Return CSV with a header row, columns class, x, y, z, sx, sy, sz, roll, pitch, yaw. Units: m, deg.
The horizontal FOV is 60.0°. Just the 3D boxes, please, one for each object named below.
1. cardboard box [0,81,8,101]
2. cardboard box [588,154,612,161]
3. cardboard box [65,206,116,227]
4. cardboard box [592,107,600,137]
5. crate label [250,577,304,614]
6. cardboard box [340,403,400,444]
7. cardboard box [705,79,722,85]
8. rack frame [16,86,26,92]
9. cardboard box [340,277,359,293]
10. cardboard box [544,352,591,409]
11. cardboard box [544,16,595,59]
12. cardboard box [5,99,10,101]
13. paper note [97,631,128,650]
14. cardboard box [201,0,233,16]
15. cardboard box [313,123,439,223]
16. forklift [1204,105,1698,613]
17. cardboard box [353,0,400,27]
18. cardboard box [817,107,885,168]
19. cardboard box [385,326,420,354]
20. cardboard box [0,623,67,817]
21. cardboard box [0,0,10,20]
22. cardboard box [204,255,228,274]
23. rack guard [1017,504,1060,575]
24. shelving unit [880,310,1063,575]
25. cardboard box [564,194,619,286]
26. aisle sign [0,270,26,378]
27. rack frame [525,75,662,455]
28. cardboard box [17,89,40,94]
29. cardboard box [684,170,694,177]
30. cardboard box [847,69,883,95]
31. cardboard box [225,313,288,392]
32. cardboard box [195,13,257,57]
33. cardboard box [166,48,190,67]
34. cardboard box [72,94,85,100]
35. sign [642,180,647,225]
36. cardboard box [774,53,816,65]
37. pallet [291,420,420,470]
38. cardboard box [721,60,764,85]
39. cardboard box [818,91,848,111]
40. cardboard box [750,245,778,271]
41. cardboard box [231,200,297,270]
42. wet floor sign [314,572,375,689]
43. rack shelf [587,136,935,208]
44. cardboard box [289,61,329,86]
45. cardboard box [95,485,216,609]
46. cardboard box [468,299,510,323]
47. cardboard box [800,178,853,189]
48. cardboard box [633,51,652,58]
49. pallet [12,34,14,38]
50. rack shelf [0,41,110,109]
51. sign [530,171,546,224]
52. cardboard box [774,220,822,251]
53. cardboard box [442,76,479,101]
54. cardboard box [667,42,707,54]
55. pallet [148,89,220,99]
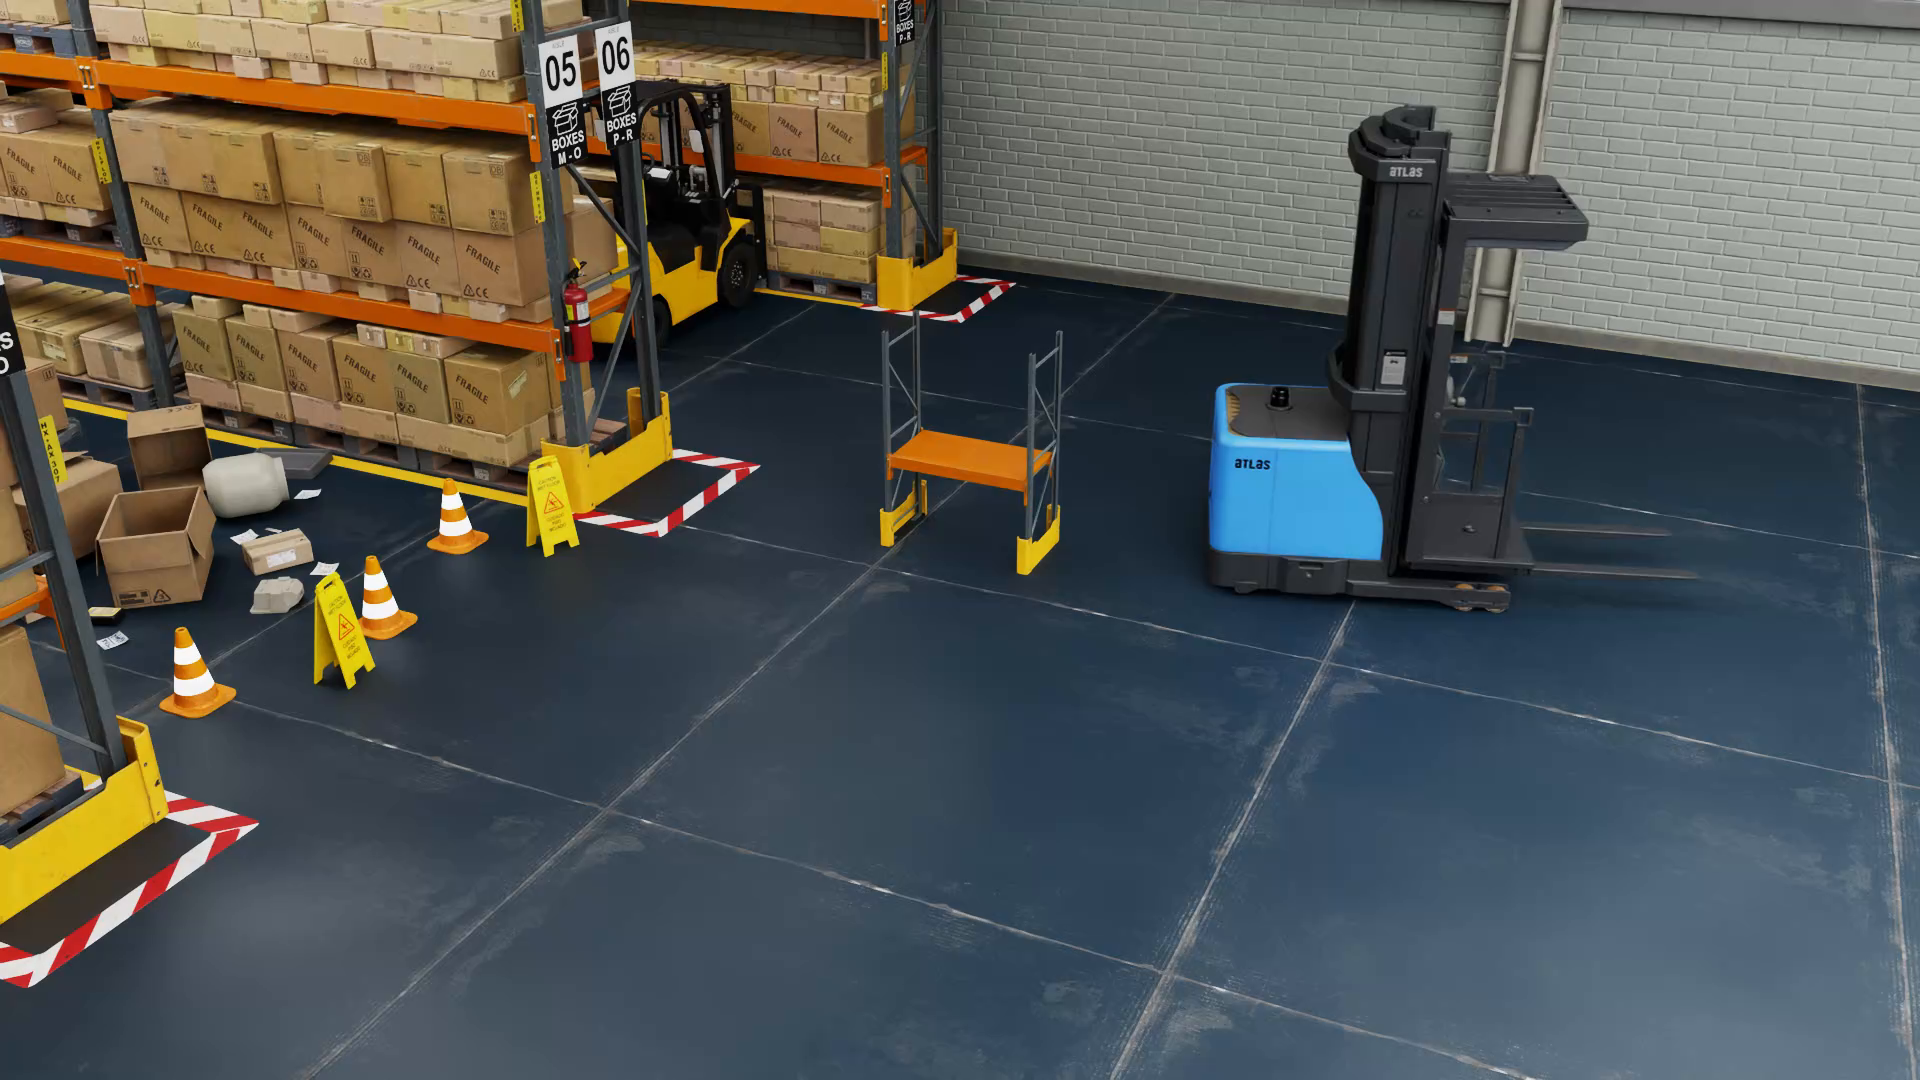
class,x,y,z,sx,sy,sz,roll,pitch,yaw
cardboard box,-8.159,-3.708,13.795,0.250,0.149,0.380,10,28,19
cardboard box,-3.544,-3.892,17.335,0.500,0.250,0.500,12,29,23
cardboard box,-6.706,-2.563,12.939,0.250,0.149,0.380,12,29,23
cardboard box,-3.295,-4.271,16.486,0.500,0.500,0.500,12,29,23
crate label,-4.299,0.341,10.473,0.298,0.136,0.250,-2,26,-5
cardboard box,-4.277,-0.959,12.509,0.500,0.250,0.500,10,28,20
cardboard box,-2.230,-4.363,15.938,0.250,0.149,0.380,11,28,21
rack frame,-11.355,-5.964,20.037,0.127,3.000,1.000,11,28,22
cardboard box,-4.295,-1.930,12.129,0.250,0.149,0.380,11,28,22
cardboard box,-3.124,-1.327,12.408,0.500,0.500,0.500,10,28,20
cardboard box,-2.830,-3.384,11.235,0.500,0.250,0.500,11,28,21
cardboard box,-7.804,-3.349,13.801,0.500,0.500,0.500,10,28,20
paper note,-5.126,0.607,10.055,0.142,0.017,0.144,23,35,39
cardboard box,-5.012,-3.735,11.496,0.250,0.149,0.380,10,28,20
cardboard box,-4.002,-2.553,11.528,0.500,0.500,0.700,11,28,21
forklift,3.130,-1.110,10.256,3.031,2.935,1.130,3,26,6
cardboard box,-3.801,-3.524,11.067,0.250,0.149,0.380,11,28,22
cardboard box,-0.988,-3.799,15.527,0.500,0.500,0.500,11,28,21
cardboard box,-3.909,-1.485,11.993,0.250,0.149,0.380,12,29,23
cardboard box,-5.084,0.903,8.020,0.875,0.875,0.875,12,28,22
cardboard box,-7.174,-4.115,12.579,0.500,0.250,0.500,12,29,22
cardboard box,-5.464,-2.144,12.562,0.250,0.149,0.380,11,28,22
rack guard,0.523,-0.007,11.051,0.087,0.250,0.587,11,28,22
shelving unit,0.069,-0.659,10.960,1.083,1.500,0.587,11,28,22
cardboard box,-2.799,-2.150,11.840,0.500,0.500,0.500,11,28,21
aisle sign,-4.251,-1.038,7.090,0.004,0.787,0.394,11,28,22
rack frame,-2.482,-1.773,11.526,0.127,3.000,1.000,11,28,22
cardboard box,-11.113,-5.307,19.987,0.250,0.149,0.380,11,28,21
cardboard box,-2.843,-3.506,16.550,0.500,0.250,0.500,12,29,24
cardboard box,-0.844,-4.220,15.311,0.250,0.149,0.380,11,28,22
cardboard box,-5.206,-1.486,12.731,0.500,0.500,0.500,13,29,24
cardboard box,-4.912,-3.539,11.548,0.500,0.250,0.500,12,29,22
cardboard box,-5.455,-3.511,11.943,0.250,0.149,0.380,11,28,22
cardboard box,-10.900,-5.371,20.452,0.250,0.149,0.380,10,28,20
sign,-2.258,-2.380,11.778,0.005,0.325,0.100,11,28,22
cardboard box,-1.588,-4.580,16.042,0.250,0.149,0.380,12,29,23
pallet,-4.383,-0.923,12.955,1.213,0.211,1.003,11,28,22
cardboard box,-2.048,-4.413,15.703,0.250,0.149,0.380,12,29,23
cardboard box,-1.108,-4.091,15.386,0.250,0.149,0.380,12,29,23
cardboard box,-1.890,-2.873,16.397,0.500,0.250,0.500,12,29,22
cardboard box,-4.920,-2.311,12.168,0.500,0.500,0.500,11,28,21
wet floor sign,-3.593,0.501,9.572,0.232,0.644,0.267,6,27,13
rack shelf,-2.252,-3.813,16.482,4.000,0.370,1.077,11,28,22
cardboard box,-4.340,-3.222,11.357,0.250,0.149,0.380,11,28,21
cardboard box,-5.129,0.044,10.662,0.637,0.503,0.797,-7,27,-14
cardboard box,-3.188,-1.645,11.549,0.250,0.149,0.380,11,28,21
cardboard box,-1.247,-3.427,16.390,0.500,0.250,0.500,11,28,22
cardboard box,-3.202,-4.650,16.184,0.250,0.149,0.380,12,29,23
pallet,-7.587,-4.110,13.089,1.003,0.211,1.213,11,28,22
rack shelf,-7.944,-3.893,13.250,4.000,0.370,1.077,11,28,22
sign,-2.730,-2.215,10.754,0.005,0.325,0.100,11,28,22
cardboard box,-1.456,-3.008,16.105,0.500,0.250,0.500,11,28,21
cardboard box,-3.163,-2.991,10.888,0.250,0.149,0.380,12,28,22
cardboard box,-2.717,-4.852,16.594,0.250,0.149,0.380,11,28,21
pallet,-8.360,-5.242,18.788,1.003,0.211,1.213,11,28,22
